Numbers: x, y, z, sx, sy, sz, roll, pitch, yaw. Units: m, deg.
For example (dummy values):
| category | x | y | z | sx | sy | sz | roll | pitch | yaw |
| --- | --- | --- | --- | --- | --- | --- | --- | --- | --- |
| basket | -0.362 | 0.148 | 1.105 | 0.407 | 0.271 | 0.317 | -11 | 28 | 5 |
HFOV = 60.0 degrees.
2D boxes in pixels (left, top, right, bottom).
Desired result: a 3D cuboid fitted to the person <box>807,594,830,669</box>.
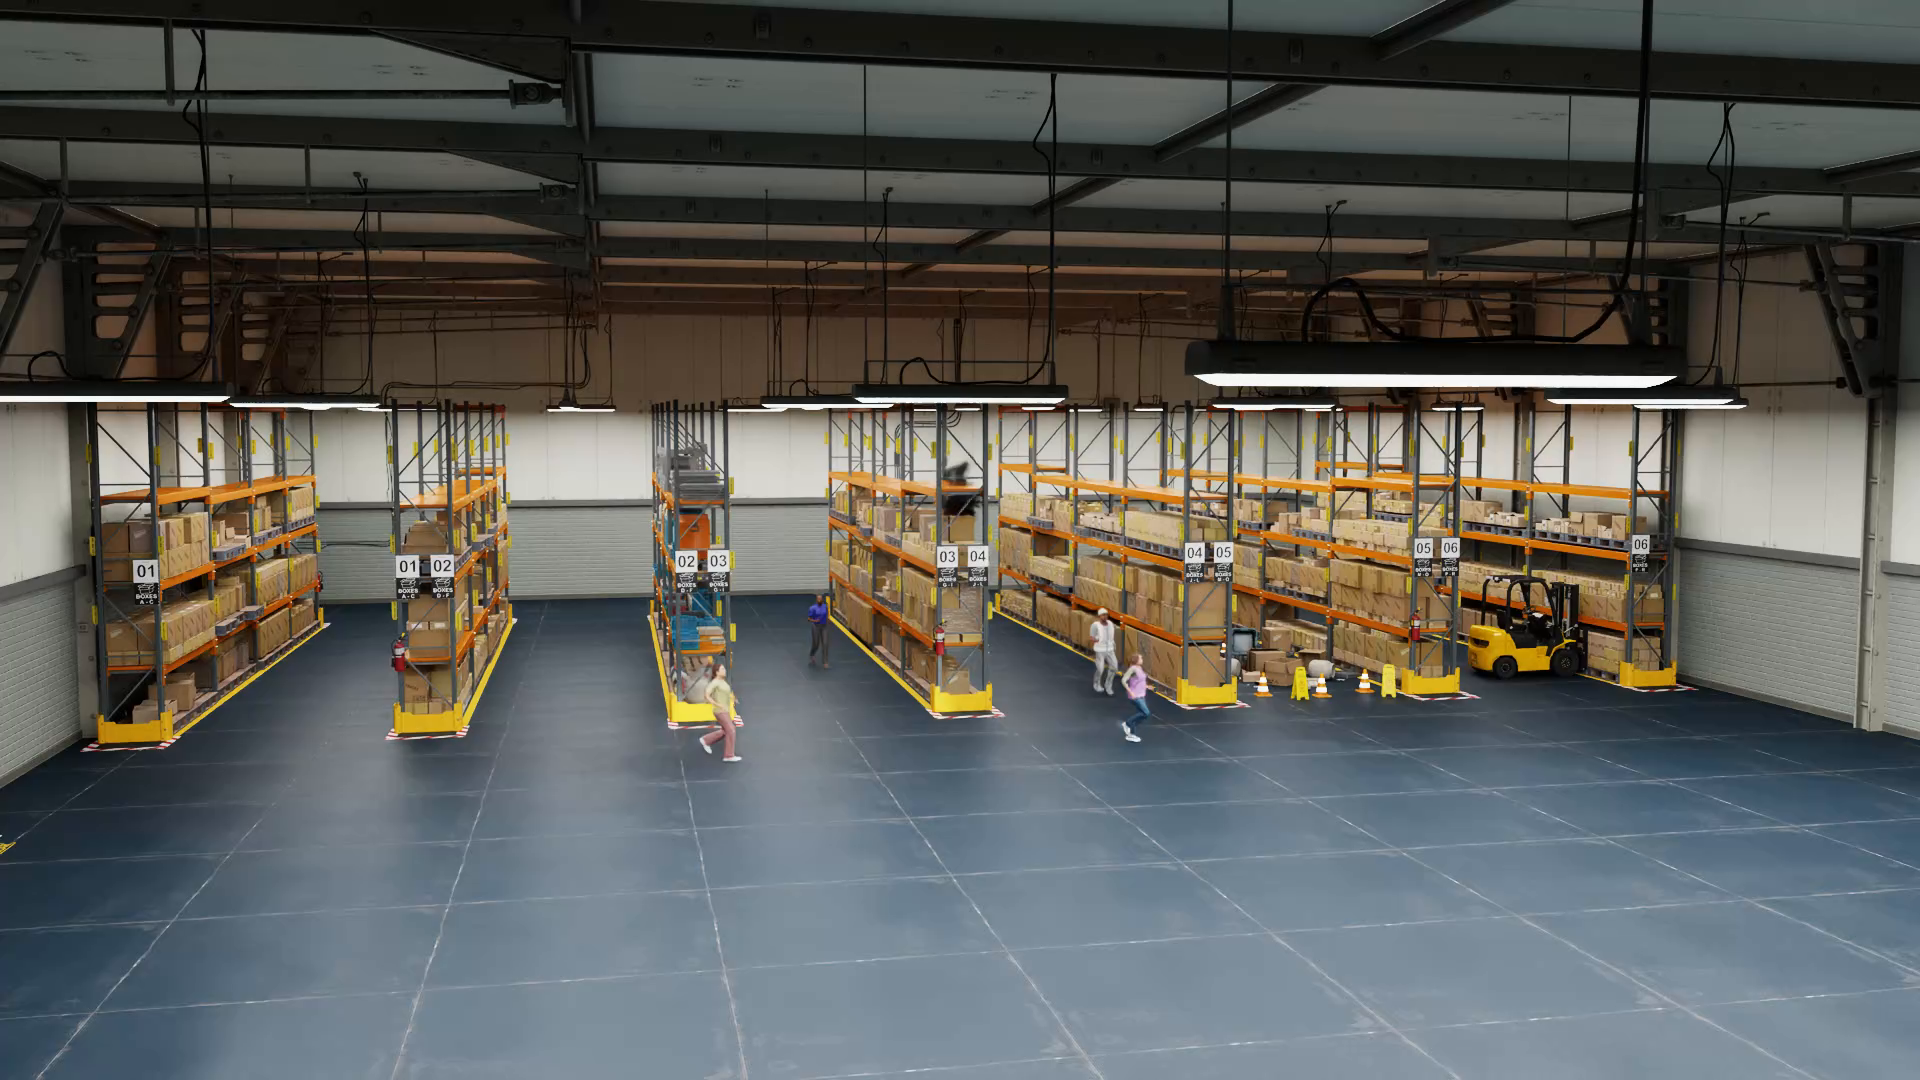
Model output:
| category | x | y | z | sx | sy | sz | roll | pitch | yaw |
| --- | --- | --- | --- | --- | --- | --- | --- | --- | --- |
| person | -3.183 | 2.045 | 37.657 | 0.579 | 1.657 | 0.923 | -2 | 5 | -24 |

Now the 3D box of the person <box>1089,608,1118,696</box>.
| category | x | y | z | sx | sy | sz | roll | pitch | yaw |
| --- | --- | --- | --- | --- | --- | --- | --- | --- | --- |
| person | 2.951 | 2.286 | 33.925 | 0.653 | 1.802 | 0.720 | -2 | 5 | -21 |

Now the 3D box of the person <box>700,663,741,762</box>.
| category | x | y | z | sx | sy | sz | roll | pitch | yaw |
| --- | --- | --- | --- | --- | --- | --- | --- | --- | --- |
| person | -3.979 | 2.838 | 27.449 | 0.753 | 1.628 | 0.586 | 1 | 4 | 13 |

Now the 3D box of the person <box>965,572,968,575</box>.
| category | x | y | z | sx | sy | sz | roll | pitch | yaw |
| --- | --- | --- | --- | --- | --- | --- | --- | --- | --- |
| person | 0.314 | 1.201 | 48.931 | 0.570 | 1.664 | 0.814 | 4 | 6 | 41 |

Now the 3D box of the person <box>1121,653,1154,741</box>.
| category | x | y | z | sx | sy | sz | roll | pitch | yaw |
| --- | --- | --- | --- | --- | --- | --- | --- | --- | --- |
| person | 3.131 | 2.750 | 29.091 | 0.533 | 1.558 | 0.535 | 2 | 5 | 25 |
